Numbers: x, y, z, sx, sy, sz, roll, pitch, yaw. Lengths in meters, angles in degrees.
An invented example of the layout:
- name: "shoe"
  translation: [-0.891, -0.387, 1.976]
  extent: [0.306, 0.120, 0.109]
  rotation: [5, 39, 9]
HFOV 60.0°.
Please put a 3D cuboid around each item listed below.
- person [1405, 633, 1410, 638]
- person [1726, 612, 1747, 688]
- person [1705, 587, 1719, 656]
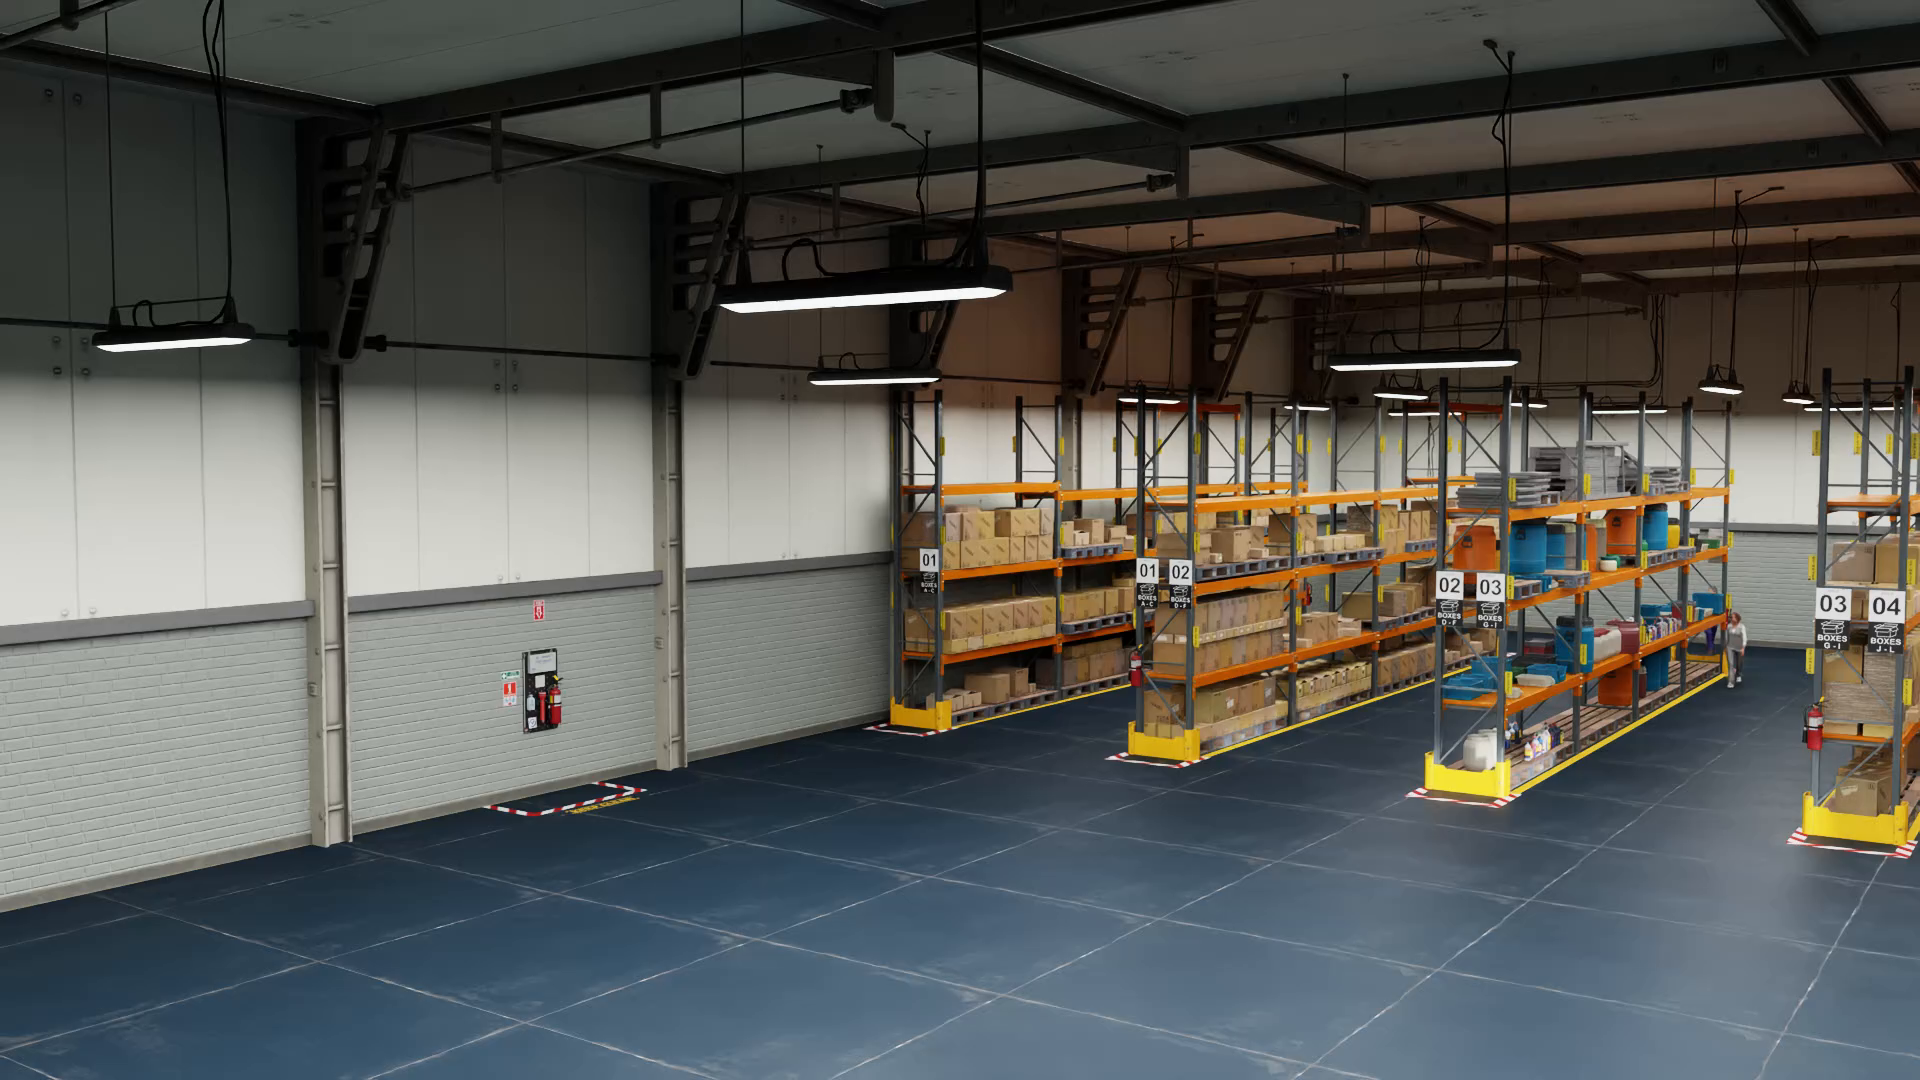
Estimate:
- name: "person"
  translation: [10.795, 1.887, 40.436]
  extent: [1.037, 1.623, 0.489]
  rotation: [-3, 4, -44]
- name: "person"
  translation: [16.151, 2.268, 34.587]
  extent: [0.392, 1.536, 1.009]
  rotation: [2, 4, 26]
- name: "person"
  translation: [18.166, 1.939, 40.114]
  extent: [0.470, 1.631, 0.933]
  rotation: [0, 3, 2]
